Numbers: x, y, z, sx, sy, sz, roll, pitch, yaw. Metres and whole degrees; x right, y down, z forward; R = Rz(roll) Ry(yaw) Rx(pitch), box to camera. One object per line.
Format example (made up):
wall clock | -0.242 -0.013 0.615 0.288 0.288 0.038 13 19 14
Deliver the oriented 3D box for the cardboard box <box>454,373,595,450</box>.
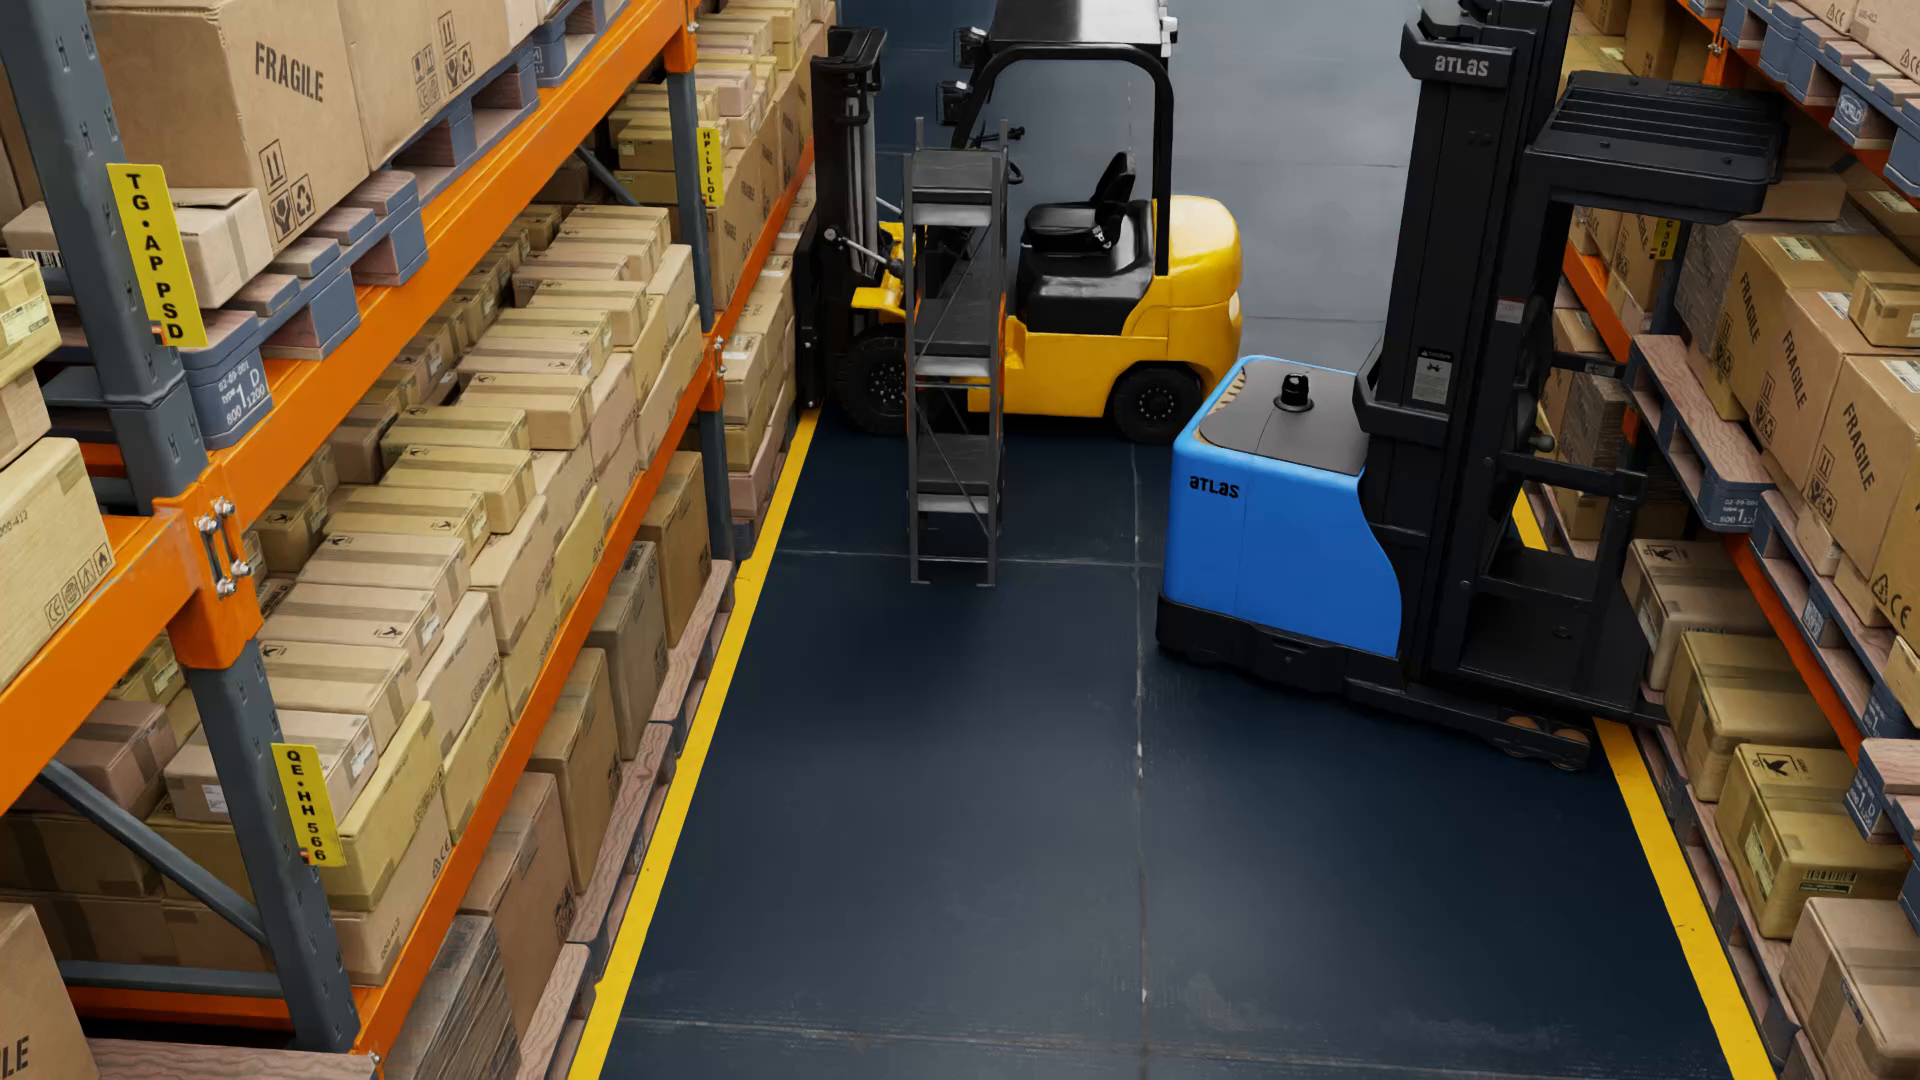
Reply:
cardboard box | -1.399 -0.415 5.351 0.380 0.149 0.250 2 32 3

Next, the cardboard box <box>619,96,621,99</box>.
cardboard box | -1.821 -2.123 7.839 0.380 0.149 0.250 2 32 3

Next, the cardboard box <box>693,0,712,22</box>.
cardboard box | -1.582 -2.925 9.140 0.380 0.149 0.250 3 32 6

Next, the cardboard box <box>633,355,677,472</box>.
cardboard box | -1.389 -0.494 6.336 0.500 0.250 0.500 2 32 4

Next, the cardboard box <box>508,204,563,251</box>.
cardboard box | -1.816 -1.240 6.690 0.380 0.149 0.250 2 32 3

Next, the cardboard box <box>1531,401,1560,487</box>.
cardboard box | 3.187 -0.494 8.412 0.500 0.250 0.500 2 32 3

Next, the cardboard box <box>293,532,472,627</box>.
cardboard box | -1.555 0.111 4.498 0.380 0.149 0.250 3 32 5

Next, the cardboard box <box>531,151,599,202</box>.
cardboard box | -1.804 -1.594 7.264 0.380 0.149 0.250 2 32 4

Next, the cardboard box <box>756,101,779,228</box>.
cardboard box | -1.211 -1.897 8.374 0.500 0.500 0.500 2 32 3

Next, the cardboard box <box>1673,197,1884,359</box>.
cardboard box | 3.050 -1.001 6.236 0.500 0.500 0.500 3 32 5

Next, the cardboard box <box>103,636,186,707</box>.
cardboard box | -2.165 0.357 4.099 0.380 0.149 0.250 3 32 5

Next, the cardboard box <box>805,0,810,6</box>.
cardboard box | -1.051 -3.168 9.535 0.380 0.149 0.250 3 32 5

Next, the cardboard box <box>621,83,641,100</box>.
cardboard box | -1.692 -2.127 8.129 0.380 0.149 0.250 3 32 6

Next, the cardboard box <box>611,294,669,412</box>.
cardboard box | -1.394 -0.708 6.206 0.500 0.250 0.500 2 32 3

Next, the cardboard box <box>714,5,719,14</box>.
cardboard box | -1.518 -3.076 9.668 0.380 0.149 0.250 2 32 3

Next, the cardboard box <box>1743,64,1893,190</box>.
cardboard box | 3.626 -1.702 6.820 0.700 0.500 0.500 2 32 3

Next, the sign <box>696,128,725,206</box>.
sign | -1.032 -1.537 6.857 0.100 0.325 0.005 2 32 4

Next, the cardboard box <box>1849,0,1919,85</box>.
cardboard box | 2.867 -1.460 4.643 0.500 0.250 0.500 2 32 3

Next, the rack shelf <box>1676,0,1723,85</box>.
rack shelf | 3.537 -2.902 7.927 1.077 0.370 4.000 2 32 4

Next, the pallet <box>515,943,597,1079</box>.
pallet | -1.794 1.754 5.203 1.003 0.211 1.213 2 32 4

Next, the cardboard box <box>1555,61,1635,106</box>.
cardboard box | 3.272 -2.107 8.431 0.500 0.500 0.500 2 32 3

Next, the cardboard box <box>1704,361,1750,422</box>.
cardboard box | 2.985 -0.552 6.126 0.380 0.149 0.250 3 32 5

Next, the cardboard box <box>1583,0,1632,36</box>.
cardboard box | 3.827 -3.032 8.978 0.700 0.500 0.500 3 32 4

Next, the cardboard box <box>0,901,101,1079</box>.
cardboard box | -2.097 1.037 3.213 0.500 0.500 0.500 4 32 6

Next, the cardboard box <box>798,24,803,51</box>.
cardboard box | -1.077 -2.774 9.179 0.380 0.149 0.250 1 32 2

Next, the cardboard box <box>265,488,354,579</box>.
cardboard box | -2.056 0.071 4.943 0.500 0.250 0.500 2 32 4

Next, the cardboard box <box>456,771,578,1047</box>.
cardboard box | -1.790 1.160 5.371 0.875 0.625 0.625 3 32 6

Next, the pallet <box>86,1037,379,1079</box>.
pallet | -1.885 1.435 3.246 1.213 0.211 1.003 2 32 4

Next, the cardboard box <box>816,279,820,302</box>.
cardboard box | -1.049 -1.608 9.744 0.500 0.250 0.500 2 32 3

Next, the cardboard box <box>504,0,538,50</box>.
cardboard box | -1.423 -1.496 4.703 0.380 0.149 0.250 2 32 3

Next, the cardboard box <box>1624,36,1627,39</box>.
cardboard box | 3.884 -2.589 9.214 0.500 0.500 0.500 3 32 4

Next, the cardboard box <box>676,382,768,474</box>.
cardboard box | -1.227 -0.557 8.038 0.500 0.250 0.500 2 32 4

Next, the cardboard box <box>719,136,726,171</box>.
cardboard box | -1.266 -1.706 7.445 0.380 0.149 0.250 3 32 5

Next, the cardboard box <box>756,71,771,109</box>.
cardboard box | -1.153 -2.238 8.309 0.380 0.149 0.250 1 32 2

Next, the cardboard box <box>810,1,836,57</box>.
cardboard box | -1.026 -2.962 10.101 0.500 0.500 0.500 2 32 3

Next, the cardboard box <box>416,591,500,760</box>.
cardboard box | -1.578 0.363 4.468 0.500 0.250 0.500 3 32 6

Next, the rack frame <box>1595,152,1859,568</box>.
rack frame | 3.374 -0.886 6.828 1.000 3.000 0.127 2 32 4

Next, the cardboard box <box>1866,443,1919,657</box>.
cardboard box | 2.879 0.073 4.493 0.500 0.500 0.500 0 32 1

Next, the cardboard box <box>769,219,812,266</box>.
cardboard box | -1.090 -1.571 9.208 0.500 0.250 0.500 2 32 3

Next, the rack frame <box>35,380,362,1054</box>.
rack frame | -1.899 0.996 3.775 1.000 3.000 0.127 2 32 4

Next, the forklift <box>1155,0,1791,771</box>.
forklift | 2.427 -0.634 6.485 3.031 2.935 1.130 14 34 22

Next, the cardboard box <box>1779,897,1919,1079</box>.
cardboard box | 3.156 1.464 5.119 0.950 0.372 0.625 2 32 3

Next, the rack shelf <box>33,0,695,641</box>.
rack shelf | -1.737 -1.021 4.874 1.077 0.370 4.000 2 32 4

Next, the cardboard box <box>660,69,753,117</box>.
cardboard box | -1.186 -2.100 7.801 0.380 0.149 0.250 3 32 5

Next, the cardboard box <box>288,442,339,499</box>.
cardboard box | -2.096 -0.175 4.961 0.380 0.149 0.250 2 32 3

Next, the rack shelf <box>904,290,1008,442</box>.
rack shelf | -0.013 -0.796 7.566 0.431 0.518 0.480 2 32 4

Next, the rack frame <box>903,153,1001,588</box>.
rack frame | -0.033 -0.680 7.352 0.400 2.100 0.015 2 32 4

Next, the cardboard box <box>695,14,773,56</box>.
cardboard box | -1.186 -2.634 8.668 0.380 0.149 0.250 3 32 5

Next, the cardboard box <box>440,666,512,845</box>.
cardboard box | -1.574 0.575 4.601 0.500 0.250 0.500 2 32 3

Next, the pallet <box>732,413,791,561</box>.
pallet | -1.467 -0.323 8.573 1.003 0.211 1.213 2 32 4

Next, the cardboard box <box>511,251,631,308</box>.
cardboard box | -1.456 -0.965 6.243 0.380 0.149 0.250 2 32 4

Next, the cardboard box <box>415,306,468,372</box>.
cardboard box | -1.957 -0.708 5.826 0.380 0.149 0.250 2 32 4

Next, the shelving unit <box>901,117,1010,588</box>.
shelving unit | -0.013 -0.807 7.559 0.431 2.100 0.503 2 32 4

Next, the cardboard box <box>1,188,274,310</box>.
cardboard box | -1.568 -0.573 3.188 0.380 0.166 0.250 2 32 4

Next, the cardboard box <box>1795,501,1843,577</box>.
cardboard box | 2.880 -0.002 5.233 0.380 0.149 0.250 4 32 6

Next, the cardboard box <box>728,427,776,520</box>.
cardboard box | -1.204 -0.343 8.168 0.500 0.250 0.500 3 32 4

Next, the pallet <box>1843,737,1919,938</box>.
pallet | 3.000 0.910 4.097 1.213 0.211 1.003 2 32 4

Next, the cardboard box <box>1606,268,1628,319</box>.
cardboard box | 3.110 -1.091 7.400 0.380 0.149 0.250 3 32 5
